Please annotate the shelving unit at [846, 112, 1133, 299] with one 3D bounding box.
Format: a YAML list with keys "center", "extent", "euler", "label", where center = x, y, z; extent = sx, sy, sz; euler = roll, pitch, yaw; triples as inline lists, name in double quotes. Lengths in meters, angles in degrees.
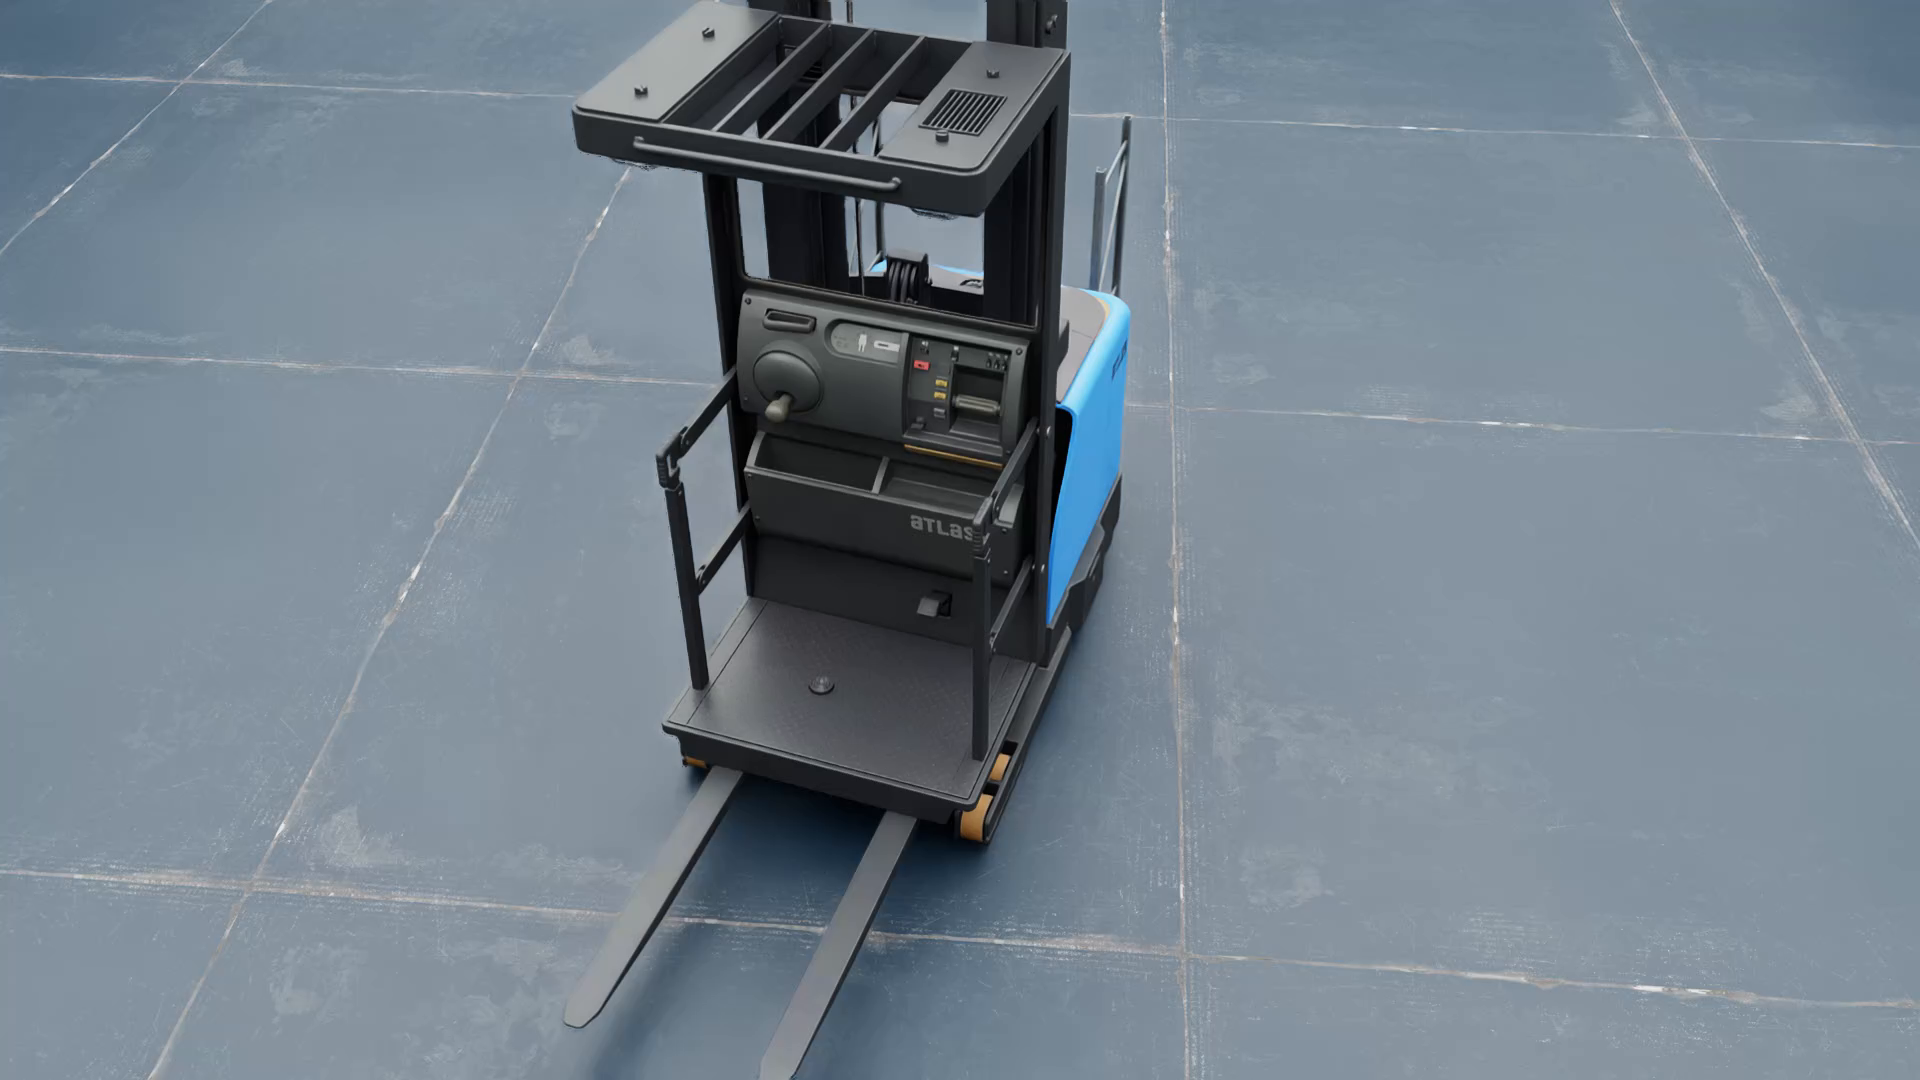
- center: [0.089, -0.989, 6.777]
  extent: [1.048, 1.500, 0.538]
  euler: [11, 40, 13]
  label: "shelving unit"

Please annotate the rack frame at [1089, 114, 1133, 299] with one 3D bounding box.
- center: [0.576, -0.897, 6.664]
  extent: [0.032, 1.500, 0.500]
  euler: [11, 40, 13]
  label: "rack frame"

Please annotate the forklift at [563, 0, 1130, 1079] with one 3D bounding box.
- center: [-0.317, -0.429, 4.955]
  extent: [1.130, 2.935, 3.031]
  euler: [12, 41, 15]
  label: "forklift"

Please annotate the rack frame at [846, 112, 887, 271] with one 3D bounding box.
- center: [-0.398, -1.081, 6.890]
  extent: [0.032, 1.500, 0.500]
  euler: [11, 40, 13]
  label: "rack frame"
